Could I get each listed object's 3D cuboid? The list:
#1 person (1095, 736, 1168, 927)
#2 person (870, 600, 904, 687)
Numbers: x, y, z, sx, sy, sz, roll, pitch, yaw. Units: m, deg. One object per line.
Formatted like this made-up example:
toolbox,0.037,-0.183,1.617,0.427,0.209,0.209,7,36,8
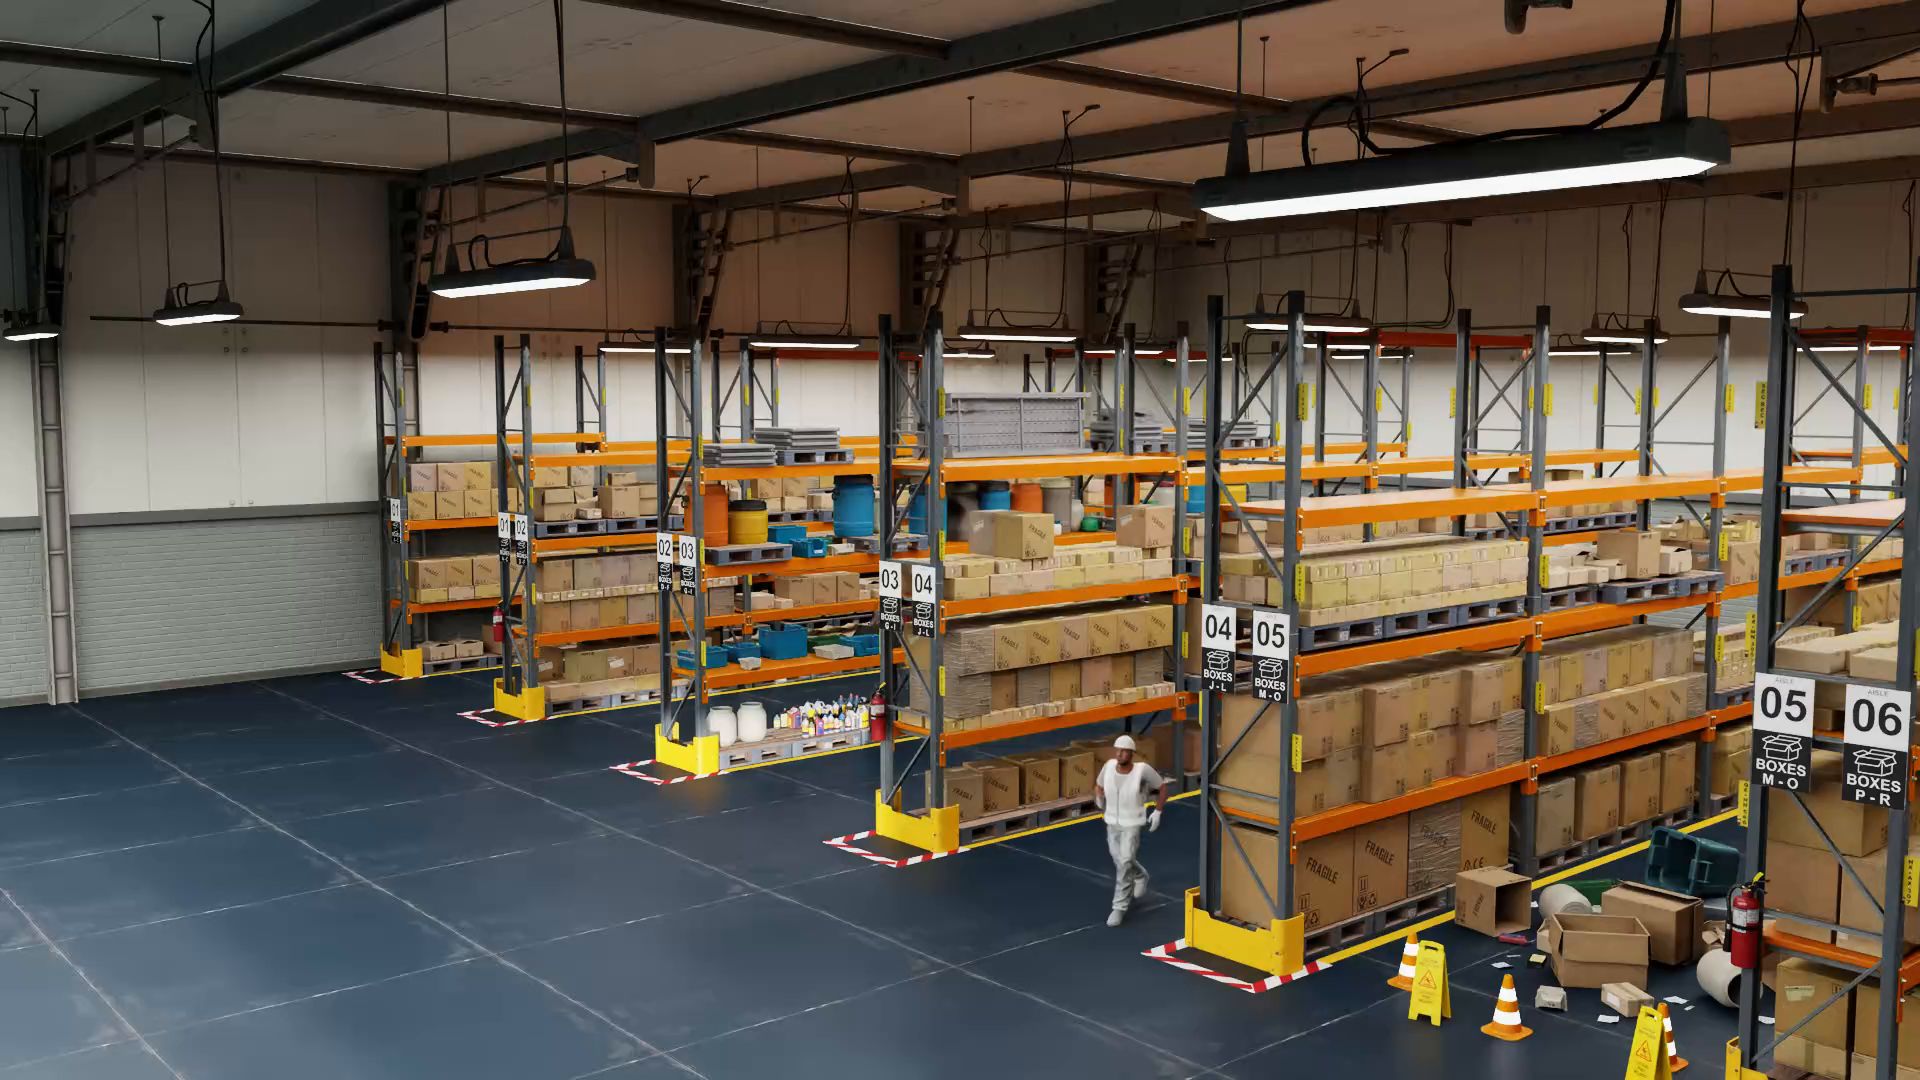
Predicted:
person,1.638,2.795,16.349,0.720,1.785,0.940,4,6,35
person,-1.197,1.547,27.474,0.579,1.695,0.685,3,6,32
